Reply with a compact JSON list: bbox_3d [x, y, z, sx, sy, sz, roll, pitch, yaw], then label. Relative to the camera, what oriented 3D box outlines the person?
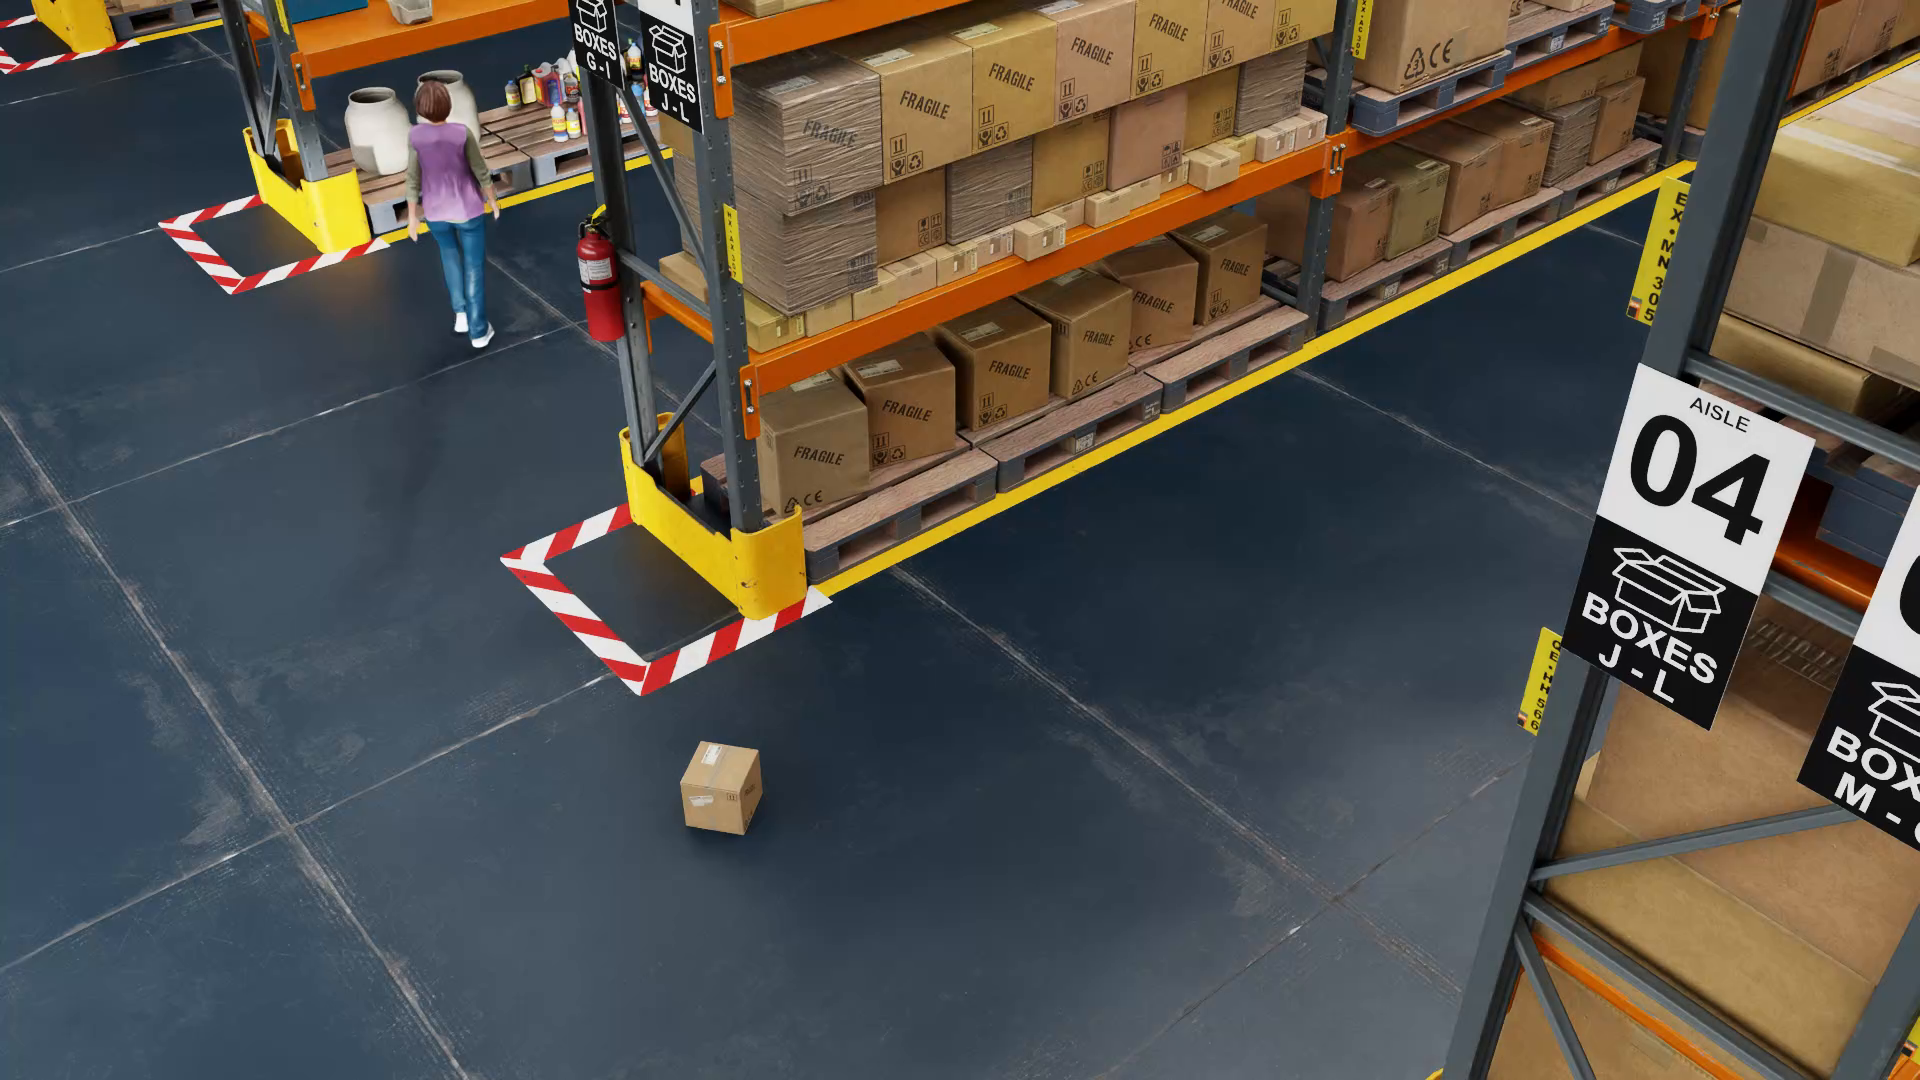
[{"bbox_3d":[-2.922,-1.874,9.602,0.491,1.622,0.455,-2,36,-3],"label":"person"}]
